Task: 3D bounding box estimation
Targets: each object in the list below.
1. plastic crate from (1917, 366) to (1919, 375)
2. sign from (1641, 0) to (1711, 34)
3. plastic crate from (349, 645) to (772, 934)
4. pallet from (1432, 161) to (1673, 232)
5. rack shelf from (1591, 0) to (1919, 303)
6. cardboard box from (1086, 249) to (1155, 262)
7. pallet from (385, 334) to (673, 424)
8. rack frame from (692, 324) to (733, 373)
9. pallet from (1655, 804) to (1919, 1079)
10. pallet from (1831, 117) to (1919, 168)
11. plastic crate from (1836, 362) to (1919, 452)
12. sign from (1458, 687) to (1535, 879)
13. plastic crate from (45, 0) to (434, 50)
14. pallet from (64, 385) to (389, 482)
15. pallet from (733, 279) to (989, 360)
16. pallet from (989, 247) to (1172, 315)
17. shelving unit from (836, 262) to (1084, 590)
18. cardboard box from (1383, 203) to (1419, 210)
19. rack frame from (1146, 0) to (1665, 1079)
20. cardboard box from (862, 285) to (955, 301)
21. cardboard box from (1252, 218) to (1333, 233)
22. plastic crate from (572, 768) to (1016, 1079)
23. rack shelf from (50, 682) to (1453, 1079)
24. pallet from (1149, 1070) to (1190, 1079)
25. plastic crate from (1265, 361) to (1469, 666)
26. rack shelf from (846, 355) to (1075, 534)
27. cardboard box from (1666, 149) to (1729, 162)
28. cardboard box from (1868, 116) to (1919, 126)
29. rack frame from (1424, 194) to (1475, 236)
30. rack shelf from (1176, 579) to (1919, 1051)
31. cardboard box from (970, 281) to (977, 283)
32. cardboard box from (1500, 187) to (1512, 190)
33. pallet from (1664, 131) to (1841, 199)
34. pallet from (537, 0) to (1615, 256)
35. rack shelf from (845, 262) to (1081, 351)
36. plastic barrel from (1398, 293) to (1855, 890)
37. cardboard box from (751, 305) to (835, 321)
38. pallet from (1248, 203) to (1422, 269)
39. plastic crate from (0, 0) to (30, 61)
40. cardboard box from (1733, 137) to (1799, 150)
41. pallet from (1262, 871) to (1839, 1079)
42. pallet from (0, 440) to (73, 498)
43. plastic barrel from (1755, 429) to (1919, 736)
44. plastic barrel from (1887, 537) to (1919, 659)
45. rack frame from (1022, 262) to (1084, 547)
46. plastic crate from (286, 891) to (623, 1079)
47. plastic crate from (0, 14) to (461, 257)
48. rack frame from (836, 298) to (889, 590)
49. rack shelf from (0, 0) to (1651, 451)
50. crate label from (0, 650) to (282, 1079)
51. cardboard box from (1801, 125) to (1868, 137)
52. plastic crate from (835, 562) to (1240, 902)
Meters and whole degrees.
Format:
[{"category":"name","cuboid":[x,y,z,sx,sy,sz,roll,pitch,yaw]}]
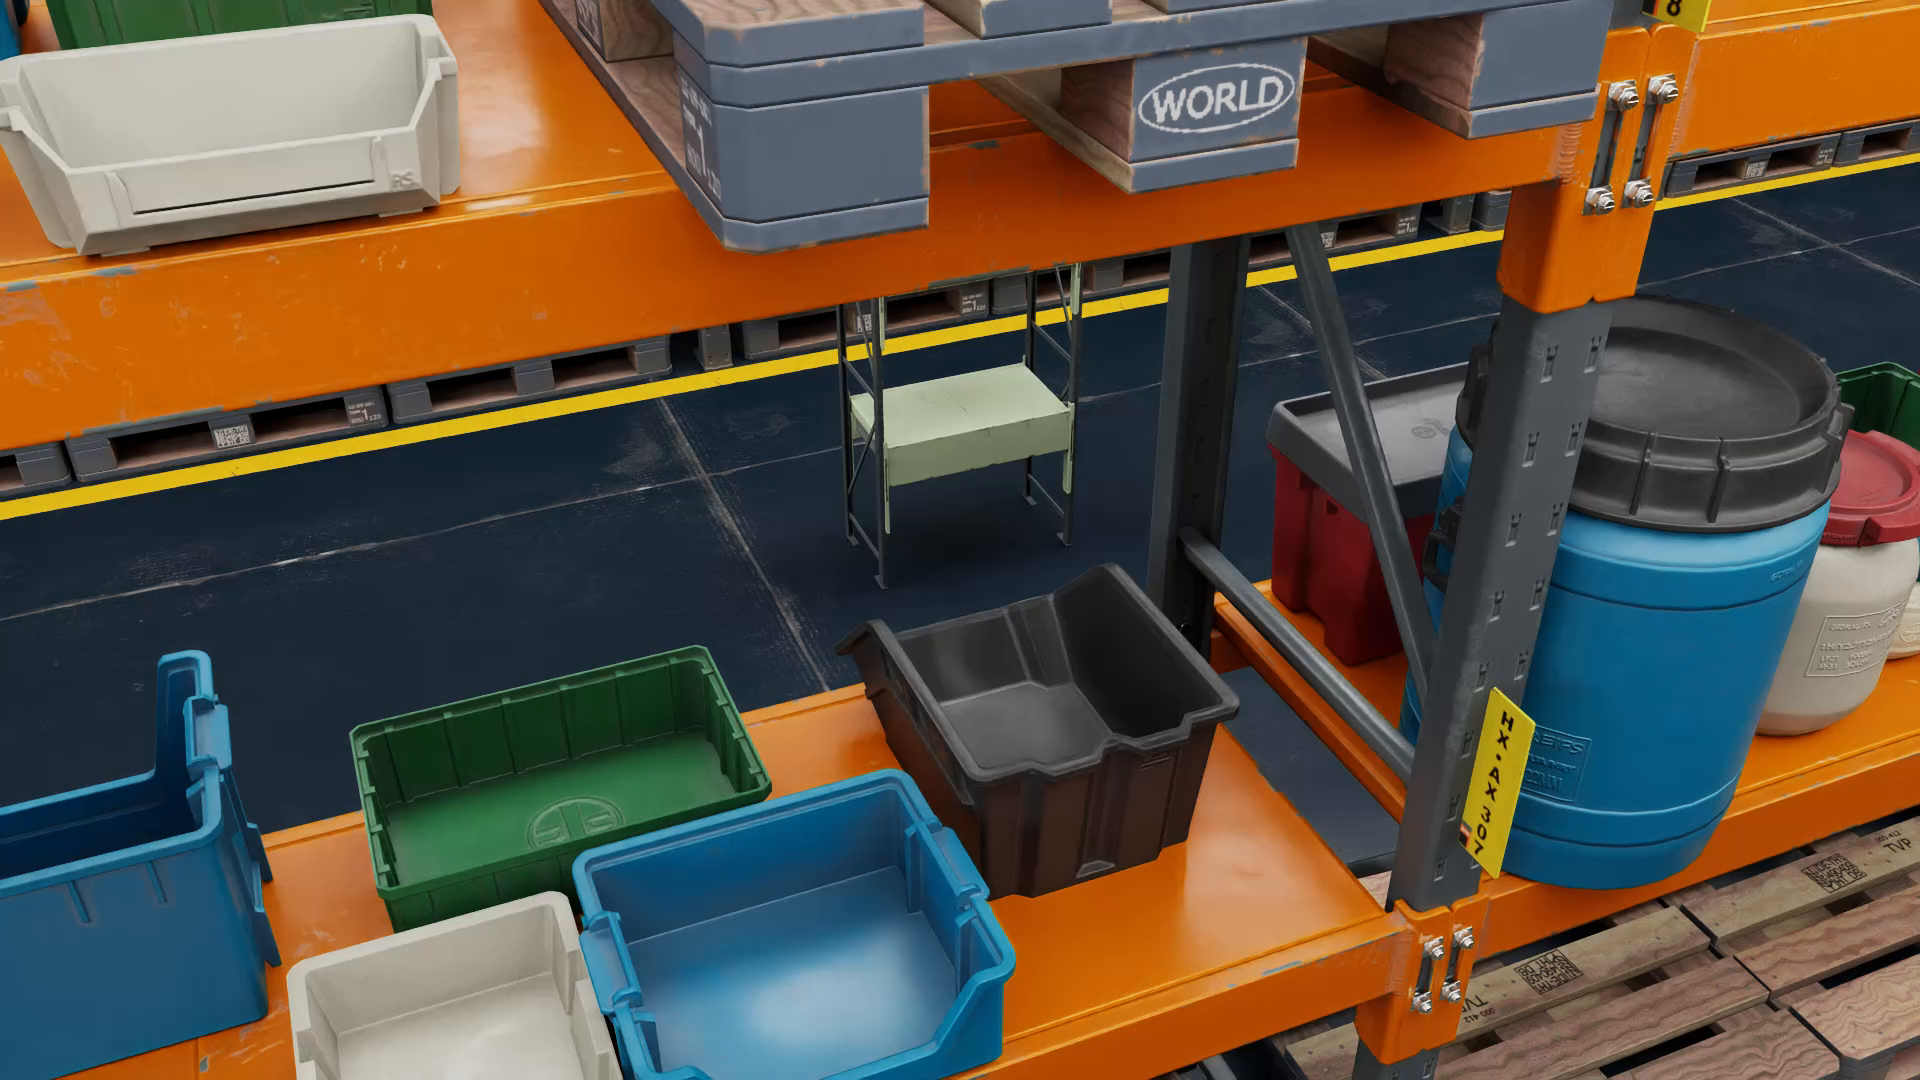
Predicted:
[{"category":"plastic crate","cuboid":[2.728,-0.457,4.144,0.583,0.464,0.402,-13,35,-19]},{"category":"sign","cuboid":[0.851,-0.755,1.902,0.005,0.325,0.100,-13,35,-19]},{"category":"plastic crate","cuboid":[-0.712,0.460,2.987,0.662,0.188,0.450,-13,35,-19]},{"category":"pallet","cuboid":[3.126,-2.079,9.252,1.213,0.211,1.003,-13,35,-19]},{"category":"rack shelf","cuboid":[2.493,-1.151,3.178,4.000,0.370,1.077,-13,35,-19]},{"category":"cardboard box","cuboid":[0.620,-1.574,8.055,0.500,0.250,0.500,-12,35,-18]},{"category":"pallet","cuboid":[-2.015,-0.949,7.515,1.213,0.211,1.003,-13,35,-19]},{"category":"rack frame","cuboid":[-1.265,-2.265,6.980,0.127,3.000,1.000,-13,35,-19]},{"category":"pallet","cuboid":[2.484,0.951,4.595,1.213,0.211,1.003,-13,35,-19]},{"category":"pallet","cuboid":[5.375,-2.594,10.044,1.213,0.211,1.003,-13,35,-19]},{"category":"plastic crate","cuboid":[2.145,-0.194,3.992,0.662,0.188,0.450,-13,35,-19]},{"category":"sign","cuboid":[0.851,0.390,2.647,0.005,0.325,0.100,-13,35,-19]},{"category":"plastic crate","cuboid":[-0.912,-0.745,2.089,0.450,0.188,0.336,-13,35,-19]},{"category":"pallet","cuboid":[-3.142,-0.690,7.116,1.213,0.211,1.003,-13,35,-19]},{"category":"pallet","cuboid":[-0.601,-1.271,8.010,1.213,0.211,1.003,-13,35,-19]},{"category":"pallet","cuboid":[0.525,-1.531,8.409,1.213,0.211,1.003,-13,35,-19]},{"category":"shelving unit","cuboid":[-0.006,-0.627,5.839,0.755,1.500,0.431,-13,35,-19]},{"category":"cardboard box","cuboid":[2.032,-1.899,8.554,0.500,0.250,0.500,-12,35,-18]},{"category":"rack frame","cuboid":[0.649,0.227,3.151,0.127,3.000,1.000,-13,35,-19]},{"category":"cardboard box","cuboid":[-0.326,-1.356,7.720,0.500,0.250,0.500,-12,35,-18]},{"category":"cardboard box","cuboid":[1.558,-1.788,8.384,0.500,0.250,0.500,-13,35,-19]},{"category":"plastic crate","cuboid":[-0.267,0.659,2.623,0.616,0.251,0.499,-13,35,-19]},{"category":"rack shelf","cuboid":[-1.195,0.951,2.698,4.000,0.370,1.077,-13,35,-19]},{"category":"pallet","cuboid":[0.013,1.516,3.726,1.213,0.211,1.003,-13,35,-19]},{"category":"plastic crate","cuboid":[0.977,-0.056,3.527,0.583,0.464,0.402,-13,35,-19]},{"category":"rack shelf","cuboid":[-0.006,-0.354,6.017,0.720,0.370,0.431,-13,35,-19]},{"category":"cardboard box","cuboid":[3.898,-2.415,9.100,0.500,0.500,0.500,-13,35,-20]},{"category":"cardboard box","cuboid":[5.308,-2.742,9.602,0.500,0.500,0.500,-13,35,-19]},{"category":"rack frame","cuboid":[2.423,-3.109,8.278,0.127,3.000,1.000,-13,35,-19]},{"category":"rack shelf","cuboid":[2.493,0.106,3.996,4.000,0.370,1.077,-13,35,-19]},{"category":"cardboard box","cuboid":[0.151,-1.467,7.890,0.500,0.250,0.500,-14,36,-20]},{"category":"cardboard box","cuboid":[2.953,-2.198,8.767,0.500,0.500,0.500,-11,35,-17]},{"category":"pallet","cuboid":[4.249,-2.335,9.645,1.213,0.211,1.003,-13,35,-19]},{"category":"pallet","cuboid":[0.021,-0.750,2.075,1.003,0.211,1.213,-13,35,-19]},{"category":"rack shelf","cuboid":[-0.006,-0.954,5.626,0.720,0.370,0.431,-13,35,-19]},{"category":"plastic barrel","cuboid":[1.122,0.087,2.906,0.708,0.901,0.600,-13,35,-19]},{"category":"cardboard box","cuboid":[-0.798,-1.249,7.555,0.500,0.250,0.500,-14,35,-20]},{"category":"pallet","cuboid":[1.649,-1.786,8.802,1.213,0.211,1.003,-13,35,-19]},{"category":"plastic crate","cuboid":[-1.398,-0.733,1.891,0.575,0.384,0.392,-13,35,-19]},{"category":"cardboard box","cuboid":[4.377,-2.528,9.273,0.500,0.500,0.500,-14,36,-21]},{"category":"pallet","cuboid":[1.358,1.210,4.196,1.213,0.211,1.003,-13,35,-19]},{"category":"pallet","cuboid":[-4.265,-0.434,6.723,1.213,0.211,1.003,-13,35,-19]},{"category":"plastic barrel","cuboid":[1.616,0.078,3.255,0.433,0.535,0.433,0,33,0]},{"category":"plastic barrel","cuboid":[1.928,0.082,3.500,0.301,0.262,0.301,0,33,0]},{"category":"rack frame","cuboid":[0.331,-0.704,5.958,0.023,1.500,0.400,-13,35,-19]},{"category":"plastic crate","cuboid":[-0.750,0.808,2.500,0.437,0.136,0.530,-13,35,-19]},{"category":"plastic crate","cuboid":[-0.675,-0.378,1.572,0.396,0.136,0.243,-13,35,-19]},{"category":"rack frame","cuboid":[-0.344,-0.550,5.720,0.023,1.500,0.400,-13,35,-19]},{"category":"rack shelf","cuboid":[-1.195,-0.307,1.880,4.000,0.370,1.077,-13,35,-19]},{"category":"crate label","cuboid":[-1.447,0.532,2.650,0.616,0.435,0.502,-13,35,-19]},{"category":"cardboard box","cuboid":[4.845,-2.636,9.440,0.500,0.500,0.500,-12,35,-18]},{"category":"plastic crate","cuboid":[0.117,0.299,3.096,0.504,0.338,0.767,-13,35,-19]}]
